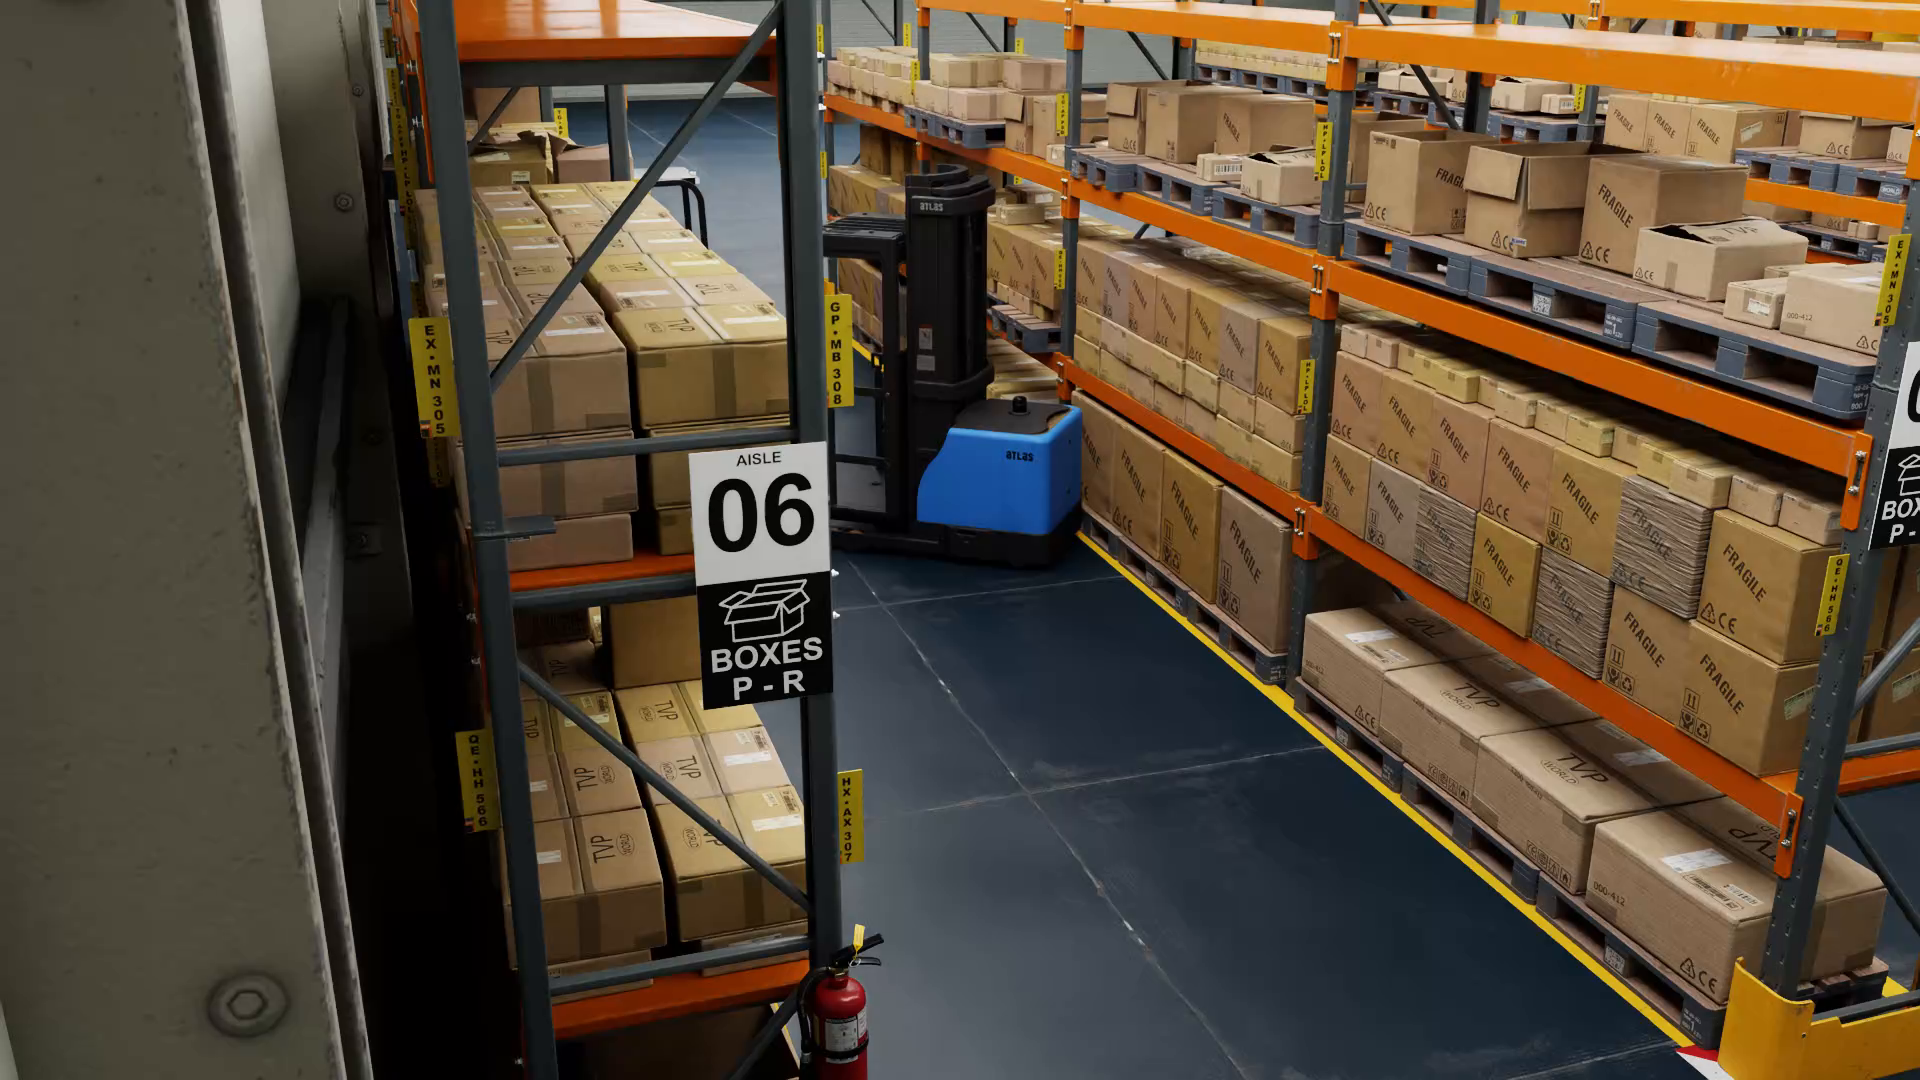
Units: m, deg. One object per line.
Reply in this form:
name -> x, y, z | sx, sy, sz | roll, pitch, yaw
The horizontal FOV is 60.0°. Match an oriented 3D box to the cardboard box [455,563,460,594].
cardboard box -> -2.964, 0.234, 10.443 | 0.380, 0.149, 0.250 | -6, 21, -16

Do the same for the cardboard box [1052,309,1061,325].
cardboard box -> 1.000, -1.913, 14.054 | 0.380, 0.149, 0.250 | -6, 21, -15

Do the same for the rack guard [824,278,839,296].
rack guard -> -1.164, -3.119, 21.362 | 1.175, 0.500, 0.348 | -6, 21, -17

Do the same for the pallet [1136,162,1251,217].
pallet -> 1.934, -2.516, 11.826 | 1.003, 0.211, 1.213 | -5, 20, -15

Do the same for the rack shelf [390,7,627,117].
rack shelf -> -2.756, -2.879, 9.776 | 1.077, 0.370, 4.000 | -6, 21, -17

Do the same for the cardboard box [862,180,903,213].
cardboard box -> -0.807, -3.834, 19.066 | 0.500, 0.500, 0.500 | -7, 21, -18

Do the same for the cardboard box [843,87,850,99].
cardboard box -> -1.173, -5.309, 19.695 | 0.380, 0.149, 0.250 | -6, 21, -16

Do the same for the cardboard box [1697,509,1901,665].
cardboard box -> 3.464, 0.167, 6.886 | 0.500, 0.500, 0.500 | -6, 21, -15

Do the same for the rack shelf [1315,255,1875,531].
rack shelf -> 3.213, -0.901, 8.113 | 1.077, 0.370, 4.000 | -6, 21, -17

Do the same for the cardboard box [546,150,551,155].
cardboard box -> -2.344, -2.249, 9.966 | 0.380, 0.149, 0.250 | -6, 21, -17

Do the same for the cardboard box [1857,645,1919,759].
cardboard box -> 3.963, 0.583, 7.209 | 0.500, 0.500, 0.500 | -7, 21, -18

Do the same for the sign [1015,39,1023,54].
sign -> 0.595, -4.937, 16.940 | 0.100, 0.325, 0.005 | -6, 21, -17

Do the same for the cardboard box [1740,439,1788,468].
cardboard box -> 3.770, -0.407, 7.524 | 0.380, 0.149, 0.250 | -7, 21, -19

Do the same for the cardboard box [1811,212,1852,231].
cardboard box -> 10.110, -3.789, 18.755 | 0.797, 0.503, 0.637 | -4, 20, -12

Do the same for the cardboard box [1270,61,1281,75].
cardboard box -> 3.917, -5.625, 19.804 | 0.380, 0.149, 0.250 | -7, 21, -18

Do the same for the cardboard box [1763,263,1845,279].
cardboard box -> 3.718, -1.097, 7.200 | 0.380, 0.149, 0.250 | -6, 21, -15

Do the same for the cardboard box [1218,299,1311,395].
cardboard box -> 2.036, -1.269, 10.885 | 0.500, 0.500, 0.500 | -6, 21, -16

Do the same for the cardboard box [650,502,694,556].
cardboard box -> -0.749, -0.078, 5.129 | 0.380, 0.149, 0.250 | -6, 21, -16

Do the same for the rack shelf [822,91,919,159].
rack shelf -> -0.559, -4.751, 18.835 | 1.077, 0.370, 4.000 | -6, 21, -17

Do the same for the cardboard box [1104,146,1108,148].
cardboard box -> 1.389, -3.166, 13.727 | 0.380, 0.149, 0.250 | -6, 21, -17

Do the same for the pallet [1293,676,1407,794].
pallet -> 2.749, 1.095, 10.055 | 1.003, 0.211, 1.213 | -6, 21, -17

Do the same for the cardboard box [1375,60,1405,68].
cardboard box -> 4.849, -5.507, 18.888 | 0.500, 0.250, 0.500 | -6, 21, -17

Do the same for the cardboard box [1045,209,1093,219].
cardboard box -> 0.911, -2.804, 15.577 | 0.500, 0.500, 0.500 | -7, 21, -19

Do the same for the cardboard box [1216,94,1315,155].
cardboard box -> 2.156, -2.875, 11.776 | 0.500, 0.500, 0.500 | -6, 21, -17

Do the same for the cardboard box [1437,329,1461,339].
cardboard box -> 2.963, -1.131, 9.541 | 0.380, 0.149, 0.250 | -6, 21, -16

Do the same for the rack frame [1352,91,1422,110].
rack frame -> 4.737, -3.595, 18.988 | 1.000, 3.000, 0.127 | -6, 21, -17

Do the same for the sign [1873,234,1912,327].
sign -> 3.322, -0.924, 5.921 | 0.100, 0.325, 0.005 | -6, 21, -17

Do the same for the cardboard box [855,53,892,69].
cardboard box -> -0.974, -5.437, 18.871 | 0.380, 0.149, 0.250 | -6, 21, -16

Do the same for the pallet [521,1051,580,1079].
pallet -> -1.145, 2.375, 6.492 | 1.003, 0.211, 1.213 | -6, 21, -17

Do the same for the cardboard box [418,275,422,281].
cardboard box -> -4.426, -2.154, 14.459 | 0.500, 0.250, 0.500 | -7, 21, -19

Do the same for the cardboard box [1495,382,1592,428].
cardboard box -> 2.898, -0.673, 8.265 | 0.380, 0.149, 0.250 | -6, 21, -17

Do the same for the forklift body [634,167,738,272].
forklift body -> -3.571, -2.977, 18.524 | 2.313, 2.155, 1.214 | -6, 21, -17

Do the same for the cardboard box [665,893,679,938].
cardboard box -> -0.836, 1.250, 5.871 | 0.380, 0.149, 0.250 | -6, 21, -16

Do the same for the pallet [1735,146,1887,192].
pallet -> 6.830, -2.893, 12.874 | 1.213, 0.211, 1.003 | -6, 21, -17

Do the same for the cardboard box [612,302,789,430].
cardboard box -> -0.771, -0.543, 5.095 | 0.500, 0.250, 0.500 | -7, 21, -18

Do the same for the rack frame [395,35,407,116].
rack frame -> -4.641, -5.331, 14.947 | 1.000, 3.000, 0.127 | -6, 21, -17

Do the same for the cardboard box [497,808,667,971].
cardboard box -> -1.266, 1.154, 5.548 | 0.500, 0.250, 0.500 | -6, 21, -16

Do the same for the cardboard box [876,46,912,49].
cardboard box -> -0.801, -5.912, 20.193 | 0.380, 0.149, 0.250 | -6, 21, -17

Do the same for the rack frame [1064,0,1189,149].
rack frame -> 1.327, -4.576, 12.845 | 1.000, 3.000, 0.127 | -6, 21, -17

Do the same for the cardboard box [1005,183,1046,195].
cardboard box -> 0.658, -3.383, 16.228 | 0.380, 0.149, 0.250 | -7, 21, -19

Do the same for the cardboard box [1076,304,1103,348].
cardboard box -> 1.252, -1.729, 13.274 | 0.500, 0.250, 0.500 | -7, 21, -18

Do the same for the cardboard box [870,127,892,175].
cardboard box -> -0.668, -4.674, 19.925 | 0.700, 0.500, 0.500 | -6, 21, -17

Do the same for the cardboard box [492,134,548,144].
cardboard box -> -2.841, -2.552, 10.840 | 0.380, 0.149, 0.250 | -7, 21, -18

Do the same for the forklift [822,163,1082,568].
forklift -> -0.588, -1.450, 13.118 | 3.031, 2.935, 1.130 | 7, 21, 18

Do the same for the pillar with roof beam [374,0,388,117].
pillar with roof beam -> -11.878, -16.380, 45.709 | 9.100, 9.000, 0.400 | -6, 21, -17

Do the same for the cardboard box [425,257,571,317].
cardboard box -> -1.609, -0.818, 5.861 | 0.500, 0.250, 0.500 | -6, 21, -17

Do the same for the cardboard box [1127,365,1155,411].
cardboard box -> 1.579, -1.167, 12.449 | 0.500, 0.250, 0.500 | -6, 21, -15

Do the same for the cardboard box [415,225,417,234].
cardboard box -> -5.291, -3.178, 16.719 | 0.380, 0.149, 0.250 | -6, 21, -17

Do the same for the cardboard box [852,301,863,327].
cardboard box -> -1.043, -2.771, 20.140 | 0.500, 0.250, 0.500 | -6, 21, -15

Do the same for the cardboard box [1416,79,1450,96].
cardboard box -> 4.931, -4.656, 17.106 | 0.380, 0.149, 0.250 | -6, 21, -17

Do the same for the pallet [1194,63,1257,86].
pallet -> 3.723, -6.012, 21.410 | 1.003, 0.211, 1.213 | -6, 21, -17

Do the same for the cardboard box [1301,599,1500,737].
cardboard box -> 2.679, 0.752, 10.055 | 0.875, 0.438, 0.875 | -7, 21, -18

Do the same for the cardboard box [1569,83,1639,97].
cardboard box -> 5.975, -4.181, 15.546 | 0.500, 0.311, 0.500 | -6, 21, -17

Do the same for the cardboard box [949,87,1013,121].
cardboard box -> 0.212, -4.023, 15.344 | 0.500, 0.250, 0.500 | -7, 21, -18

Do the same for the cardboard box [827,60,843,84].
cardboard box -> -1.283, -5.612, 19.947 | 0.500, 0.250, 0.500 | -7, 21, -18

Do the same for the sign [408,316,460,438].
sign -> -1.403, -0.433, 4.437 | 0.100, 0.325, 0.005 | -6, 21, -17
